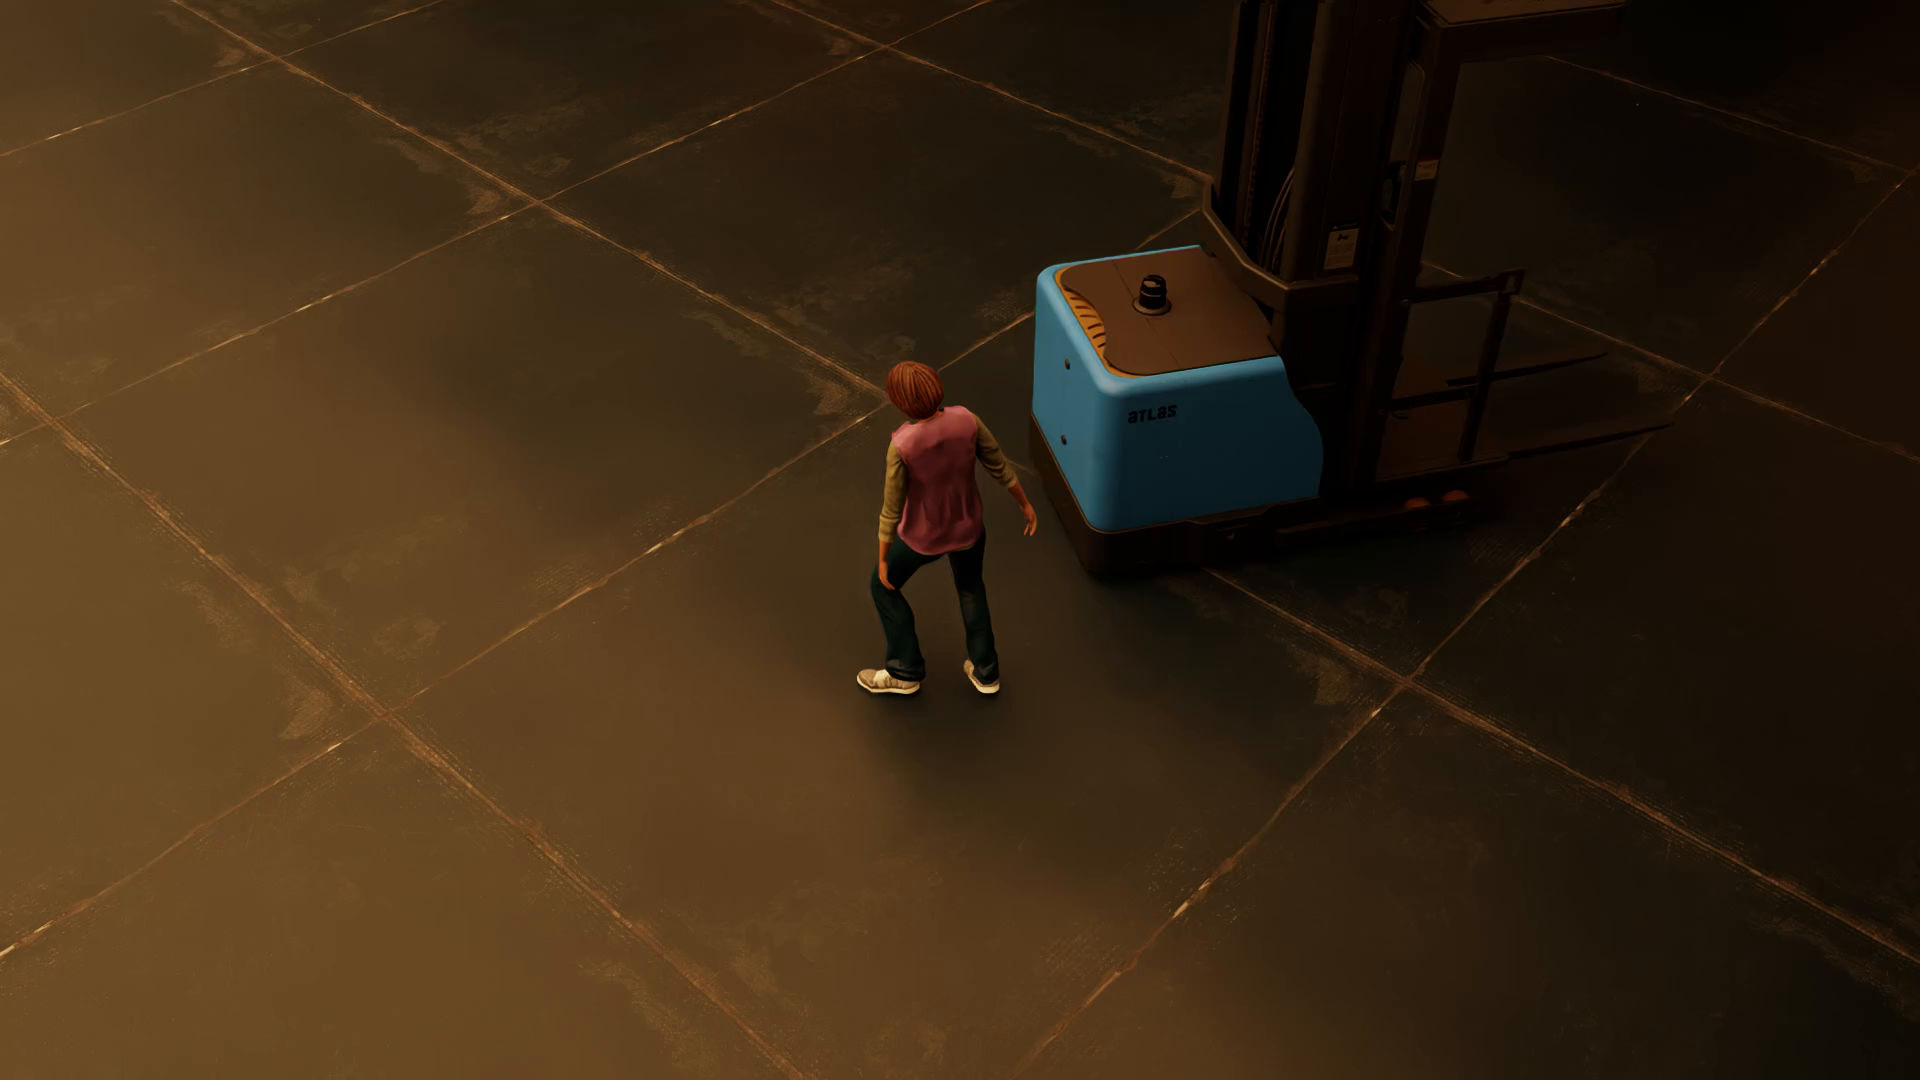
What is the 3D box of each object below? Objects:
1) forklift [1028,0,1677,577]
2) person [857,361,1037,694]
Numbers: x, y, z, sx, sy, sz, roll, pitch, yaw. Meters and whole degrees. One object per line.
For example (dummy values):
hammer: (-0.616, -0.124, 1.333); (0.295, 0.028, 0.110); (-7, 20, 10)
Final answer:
forklift: (1.906, -1.472, 7.144); (3.031, 2.935, 1.130); (-10, 42, -11)
person: (-0.053, 0.000, 6.540); (0.745, 1.556, 0.420); (-14, 43, -16)
